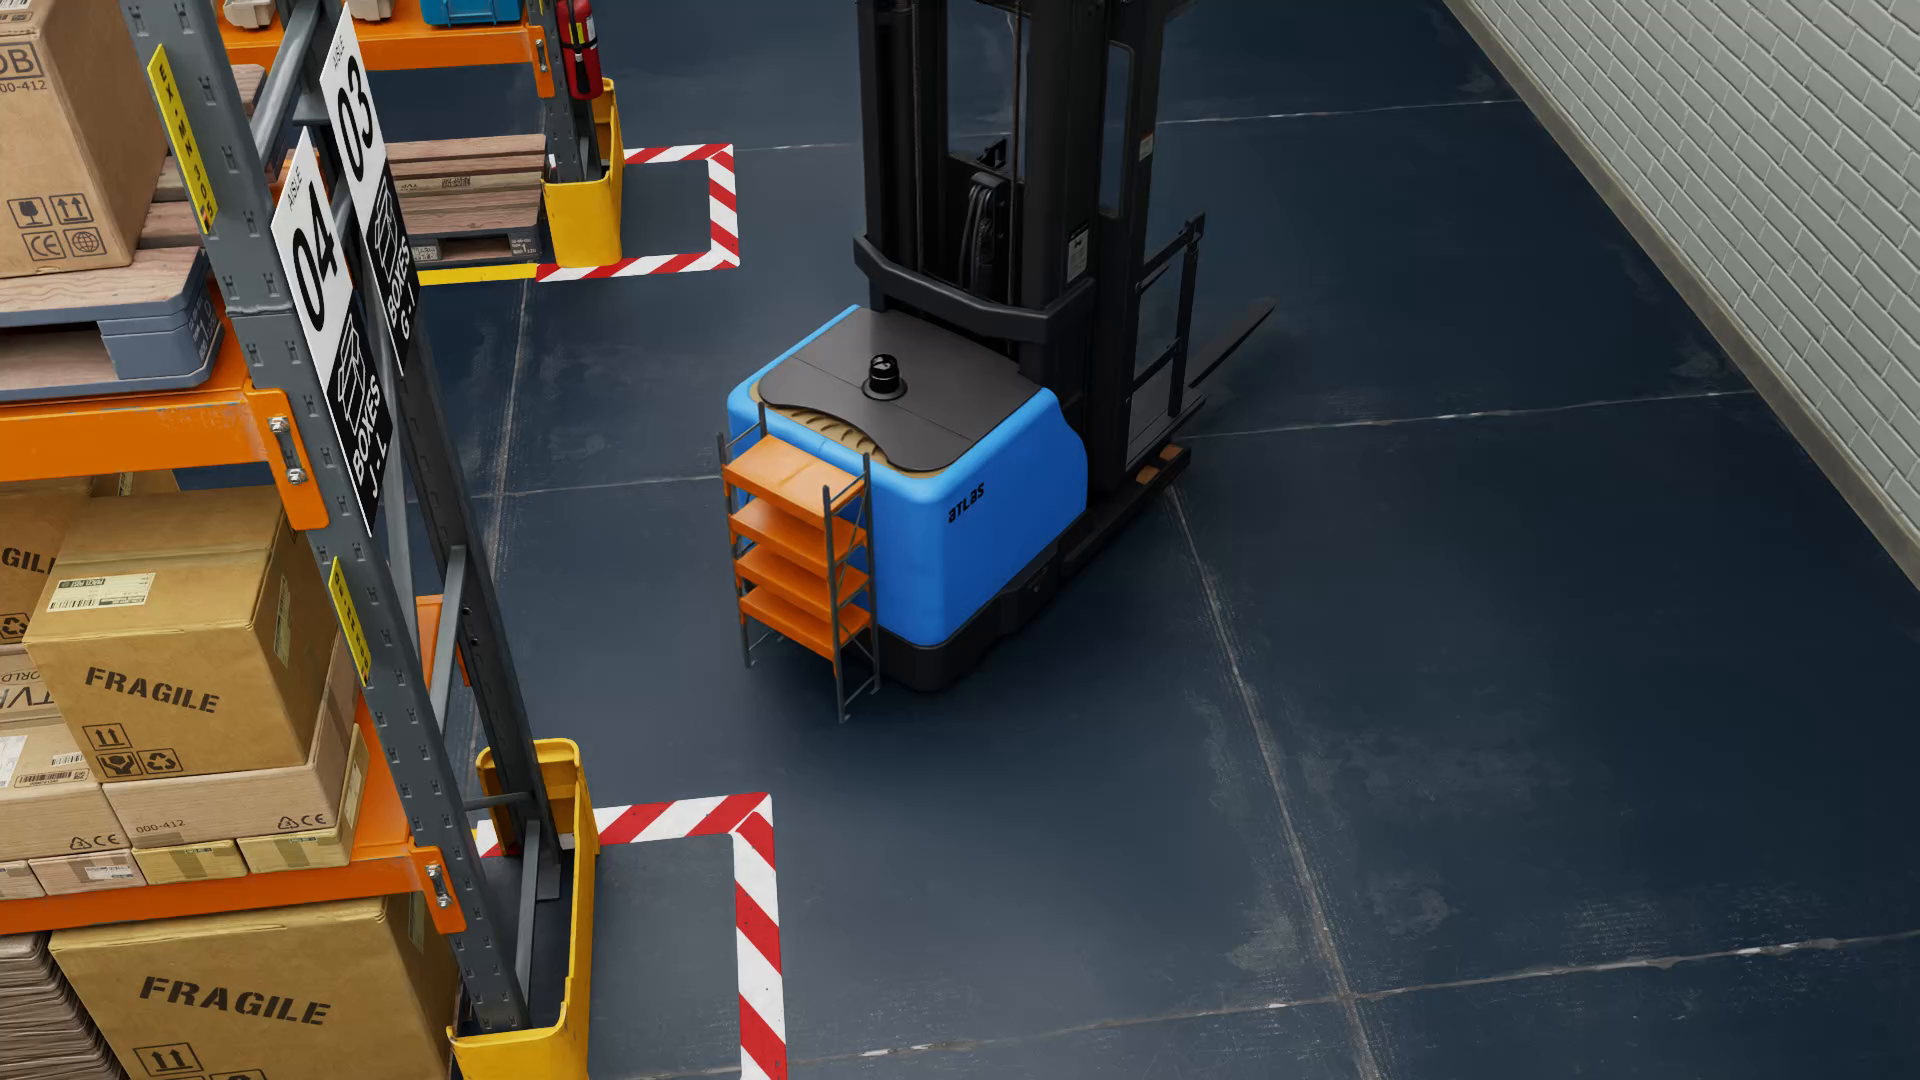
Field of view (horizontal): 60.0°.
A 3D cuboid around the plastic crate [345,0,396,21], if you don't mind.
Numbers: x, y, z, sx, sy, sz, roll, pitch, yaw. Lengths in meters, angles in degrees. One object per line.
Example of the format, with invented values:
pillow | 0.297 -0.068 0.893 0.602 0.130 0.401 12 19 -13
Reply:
plastic crate | -2.862 -2.680 8.134 0.243 0.136 0.396 -5 42 -6

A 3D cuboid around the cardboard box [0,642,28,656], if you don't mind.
cardboard box | -2.460 0.199 4.679 0.500 0.250 0.500 -5 42 -6

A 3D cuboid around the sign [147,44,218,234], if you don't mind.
sign | -1.378 -0.709 2.955 0.005 0.325 0.100 -5 42 -6

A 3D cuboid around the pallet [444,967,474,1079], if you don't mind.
pallet | -2.217 1.499 5.430 1.213 0.211 1.003 -5 42 -6

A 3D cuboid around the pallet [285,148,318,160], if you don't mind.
pallet | -4.107 -1.762 9.046 1.213 0.211 1.003 -5 42 -6

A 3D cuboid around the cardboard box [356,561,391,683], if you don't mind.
cardboard box | -1.829 0.247 4.924 0.250 0.149 0.380 -5 42 -5

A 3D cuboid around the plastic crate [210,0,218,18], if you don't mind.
plastic crate | -3.715 -2.586 8.030 0.250 0.136 0.298 -5 42 -6

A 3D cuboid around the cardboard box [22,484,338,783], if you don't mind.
cardboard box | -1.884 0.226 4.090 0.500 0.500 0.500 -5 42 -5

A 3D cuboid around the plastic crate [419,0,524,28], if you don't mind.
plastic crate | -2.385 -2.829 8.076 0.499 0.435 0.616 -5 42 -6

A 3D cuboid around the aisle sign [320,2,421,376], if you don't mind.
aisle sign | -1.402 -0.829 3.988 0.004 0.787 0.394 -5 42 -6

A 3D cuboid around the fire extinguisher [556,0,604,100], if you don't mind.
fire extinguisher | -1.868 -2.491 8.109 0.183 0.674 0.296 -5 42 -6

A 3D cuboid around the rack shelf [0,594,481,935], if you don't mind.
rack shelf | -3.418 0.783 4.679 4.000 0.370 1.077 -5 42 -6

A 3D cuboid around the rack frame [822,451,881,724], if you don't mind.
rack frame | -0.392 0.203 6.129 0.015 1.200 0.240 26 48 26

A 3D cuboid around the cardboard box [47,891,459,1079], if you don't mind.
cardboard box | -2.059 1.084 5.081 0.875 0.875 0.875 -5 42 -6

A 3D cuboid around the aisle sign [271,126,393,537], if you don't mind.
aisle sign | -1.324 -0.430 3.546 0.004 0.787 0.394 -5 42 -6

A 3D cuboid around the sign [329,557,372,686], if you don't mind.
sign | -1.378 0.186 3.763 0.005 0.325 0.100 -5 42 -6

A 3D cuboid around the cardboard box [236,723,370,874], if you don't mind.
cardboard box | -1.745 0.685 4.438 0.250 0.149 0.380 -4 42 -5

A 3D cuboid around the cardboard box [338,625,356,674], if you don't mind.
cardboard box | -1.946 0.150 4.734 0.500 0.250 0.500 -6 42 -7

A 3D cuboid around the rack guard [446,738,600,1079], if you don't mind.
rack guard | -1.411 1.268 5.470 0.348 0.500 1.175 -5 42 -6

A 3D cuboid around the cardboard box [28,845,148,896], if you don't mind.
cardboard box | -2.253 0.730 4.389 0.250 0.149 0.380 -5 42 -5

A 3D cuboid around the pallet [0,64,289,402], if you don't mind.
pallet | -2.169 -0.667 3.577 1.213 0.211 1.003 -5 42 -6

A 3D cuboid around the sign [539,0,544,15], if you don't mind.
sign | -1.989 -2.644 7.820 0.005 0.325 0.100 -5 42 -6

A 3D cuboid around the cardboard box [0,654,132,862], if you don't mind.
cardboard box | -2.384 0.549 4.291 0.500 0.250 0.500 -6 42 -6

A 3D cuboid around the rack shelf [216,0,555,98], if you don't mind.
rack shelf | -4.060 -2.506 8.326 4.000 0.370 1.077 -5 42 -6

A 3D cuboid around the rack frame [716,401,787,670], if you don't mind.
rack frame | -0.785 0.009 6.344 0.015 1.200 0.240 26 48 26

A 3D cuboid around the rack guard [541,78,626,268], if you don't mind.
rack guard | -2.055 -2.030 9.127 0.348 0.500 1.175 -5 42 -6

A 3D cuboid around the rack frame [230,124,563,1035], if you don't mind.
rack frame | -1.435 0.342 4.631 0.127 3.000 1.000 -5 42 -6

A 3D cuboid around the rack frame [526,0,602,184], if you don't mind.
rack frame | -2.077 -2.947 8.278 0.127 3.000 1.000 -5 42 -6

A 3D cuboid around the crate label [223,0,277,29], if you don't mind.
crate label | -3.424 -2.624 8.072 0.243 0.136 0.396 -5 42 -6

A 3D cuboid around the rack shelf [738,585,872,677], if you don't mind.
rack shelf | -0.588 0.303 6.415 0.480 0.148 0.258 26 48 26

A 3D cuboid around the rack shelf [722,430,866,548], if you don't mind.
rack shelf | -0.588 -0.186 5.974 0.480 0.148 0.258 26 48 26

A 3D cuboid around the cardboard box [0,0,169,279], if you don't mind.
cardboard box | -1.943 -0.921 3.329 0.500 0.500 0.700 -7 43 -8

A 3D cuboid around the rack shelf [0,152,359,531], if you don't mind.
rack shelf | -3.418 -0.331 3.675 4.000 0.370 1.077 -5 42 -6

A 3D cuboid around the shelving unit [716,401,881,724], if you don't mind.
shelving unit | -0.588 0.106 6.237 0.503 1.200 0.258 26 48 26

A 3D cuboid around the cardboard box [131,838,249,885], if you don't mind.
cardboard box | -2.003 0.709 4.412 0.250 0.149 0.380 -5 42 -5

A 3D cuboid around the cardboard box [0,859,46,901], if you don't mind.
cardboard box | -2.500 0.751 4.365 0.250 0.149 0.380 -4 42 -5

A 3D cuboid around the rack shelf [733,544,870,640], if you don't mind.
rack shelf | -0.588 0.156 6.282 0.480 0.148 0.258 26 48 26

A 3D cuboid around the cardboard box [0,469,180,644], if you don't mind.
cardboard box | -2.441 -0.085 4.435 0.500 0.500 0.500 -6 42 -7

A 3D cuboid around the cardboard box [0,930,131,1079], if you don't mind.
cardboard box | -2.961 1.163 4.994 0.875 0.875 0.875 -5 42 -6

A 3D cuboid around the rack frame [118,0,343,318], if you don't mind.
rack frame | -1.435 -1.885 2.622 0.127 3.000 1.000 -5 42 -6

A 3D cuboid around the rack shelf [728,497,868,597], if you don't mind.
rack shelf | -0.588 -0.010 6.132 0.480 0.148 0.258 26 48 26

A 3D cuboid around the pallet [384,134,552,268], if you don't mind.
pallet | -2.900 -1.866 9.161 1.213 0.211 1.003 -5 42 -6

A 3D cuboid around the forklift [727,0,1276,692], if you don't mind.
forklift | 0.390 -1.434 6.652 1.130 2.935 3.031 27 48 27

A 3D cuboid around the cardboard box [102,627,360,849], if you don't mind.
cardboard box | -1.881 0.506 4.340 0.500 0.250 0.500 -6 42 -6
